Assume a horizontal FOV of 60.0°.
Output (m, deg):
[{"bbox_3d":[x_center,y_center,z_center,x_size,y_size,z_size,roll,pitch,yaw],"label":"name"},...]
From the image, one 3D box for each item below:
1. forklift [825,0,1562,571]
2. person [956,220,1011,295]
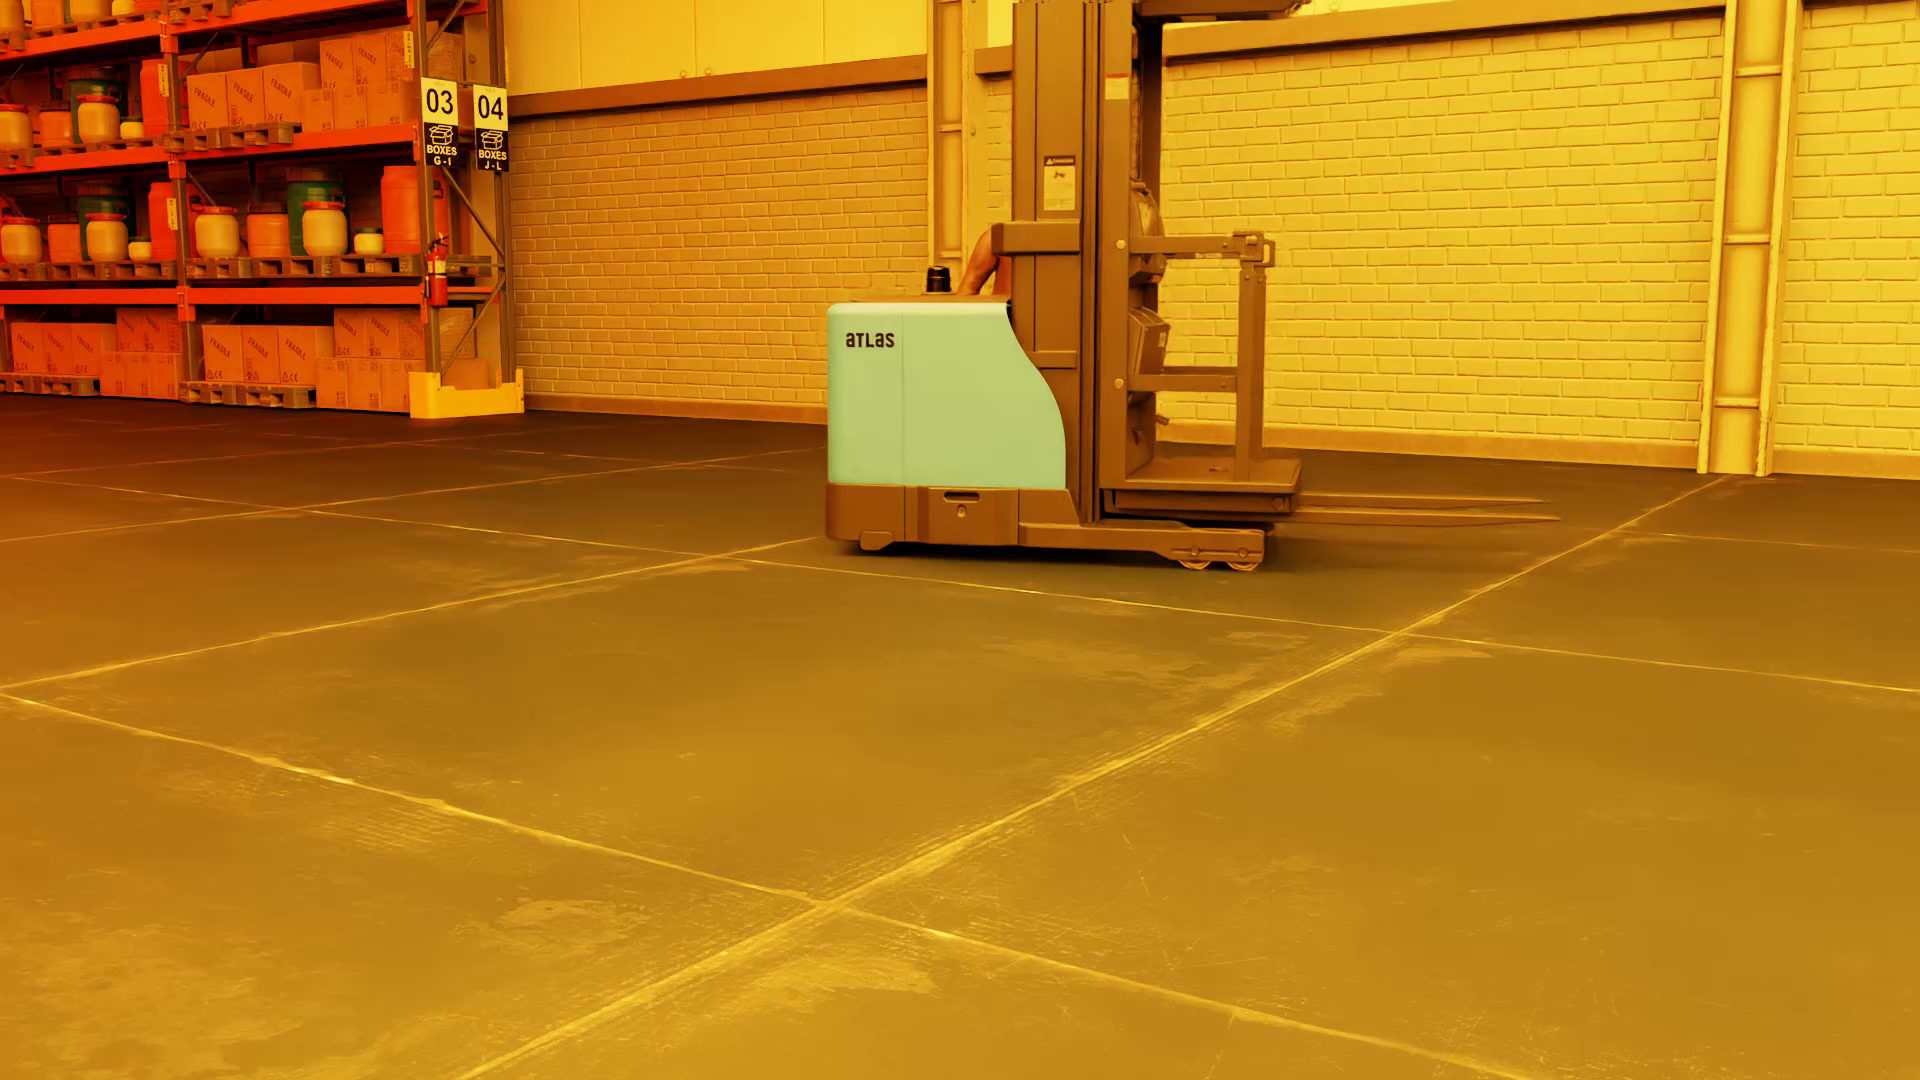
[{"bbox_3d":[0.992,-1.407,7.087,3.031,2.935,1.130,2,8,13],"label":"forklift"},{"bbox_3d":[0.346,-0.965,8.447,0.931,1.752,0.529,-2,8,-17],"label":"person"}]
